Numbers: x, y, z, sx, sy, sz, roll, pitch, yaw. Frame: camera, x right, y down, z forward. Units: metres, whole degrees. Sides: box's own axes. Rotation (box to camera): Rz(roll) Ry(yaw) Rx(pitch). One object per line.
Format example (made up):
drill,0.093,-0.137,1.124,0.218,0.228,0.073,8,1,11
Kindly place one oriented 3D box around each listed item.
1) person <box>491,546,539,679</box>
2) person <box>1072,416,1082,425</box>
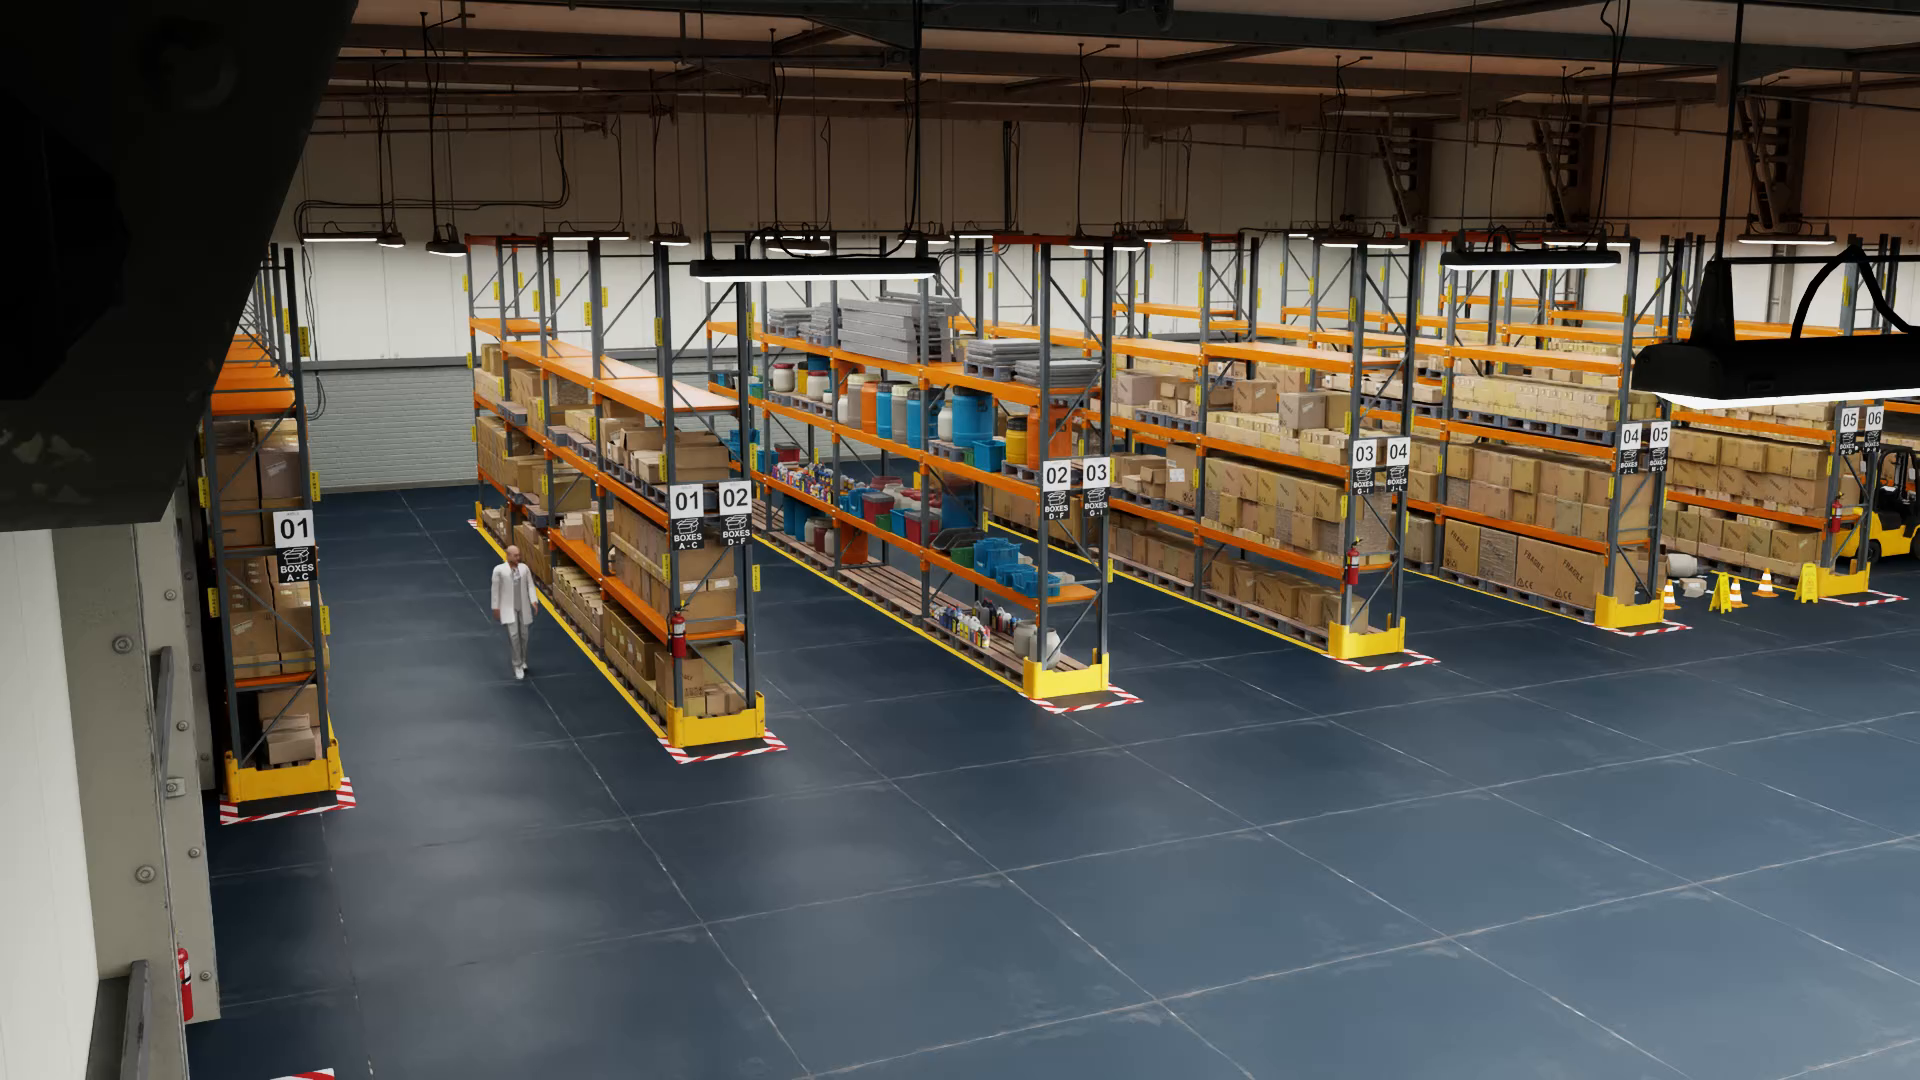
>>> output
person,-6.200,1.003,23.377,0.602,1.804,0.714,-9,14,-38
person,2.693,-2.374,40.714,0.656,1.734,1.026,3,11,13
